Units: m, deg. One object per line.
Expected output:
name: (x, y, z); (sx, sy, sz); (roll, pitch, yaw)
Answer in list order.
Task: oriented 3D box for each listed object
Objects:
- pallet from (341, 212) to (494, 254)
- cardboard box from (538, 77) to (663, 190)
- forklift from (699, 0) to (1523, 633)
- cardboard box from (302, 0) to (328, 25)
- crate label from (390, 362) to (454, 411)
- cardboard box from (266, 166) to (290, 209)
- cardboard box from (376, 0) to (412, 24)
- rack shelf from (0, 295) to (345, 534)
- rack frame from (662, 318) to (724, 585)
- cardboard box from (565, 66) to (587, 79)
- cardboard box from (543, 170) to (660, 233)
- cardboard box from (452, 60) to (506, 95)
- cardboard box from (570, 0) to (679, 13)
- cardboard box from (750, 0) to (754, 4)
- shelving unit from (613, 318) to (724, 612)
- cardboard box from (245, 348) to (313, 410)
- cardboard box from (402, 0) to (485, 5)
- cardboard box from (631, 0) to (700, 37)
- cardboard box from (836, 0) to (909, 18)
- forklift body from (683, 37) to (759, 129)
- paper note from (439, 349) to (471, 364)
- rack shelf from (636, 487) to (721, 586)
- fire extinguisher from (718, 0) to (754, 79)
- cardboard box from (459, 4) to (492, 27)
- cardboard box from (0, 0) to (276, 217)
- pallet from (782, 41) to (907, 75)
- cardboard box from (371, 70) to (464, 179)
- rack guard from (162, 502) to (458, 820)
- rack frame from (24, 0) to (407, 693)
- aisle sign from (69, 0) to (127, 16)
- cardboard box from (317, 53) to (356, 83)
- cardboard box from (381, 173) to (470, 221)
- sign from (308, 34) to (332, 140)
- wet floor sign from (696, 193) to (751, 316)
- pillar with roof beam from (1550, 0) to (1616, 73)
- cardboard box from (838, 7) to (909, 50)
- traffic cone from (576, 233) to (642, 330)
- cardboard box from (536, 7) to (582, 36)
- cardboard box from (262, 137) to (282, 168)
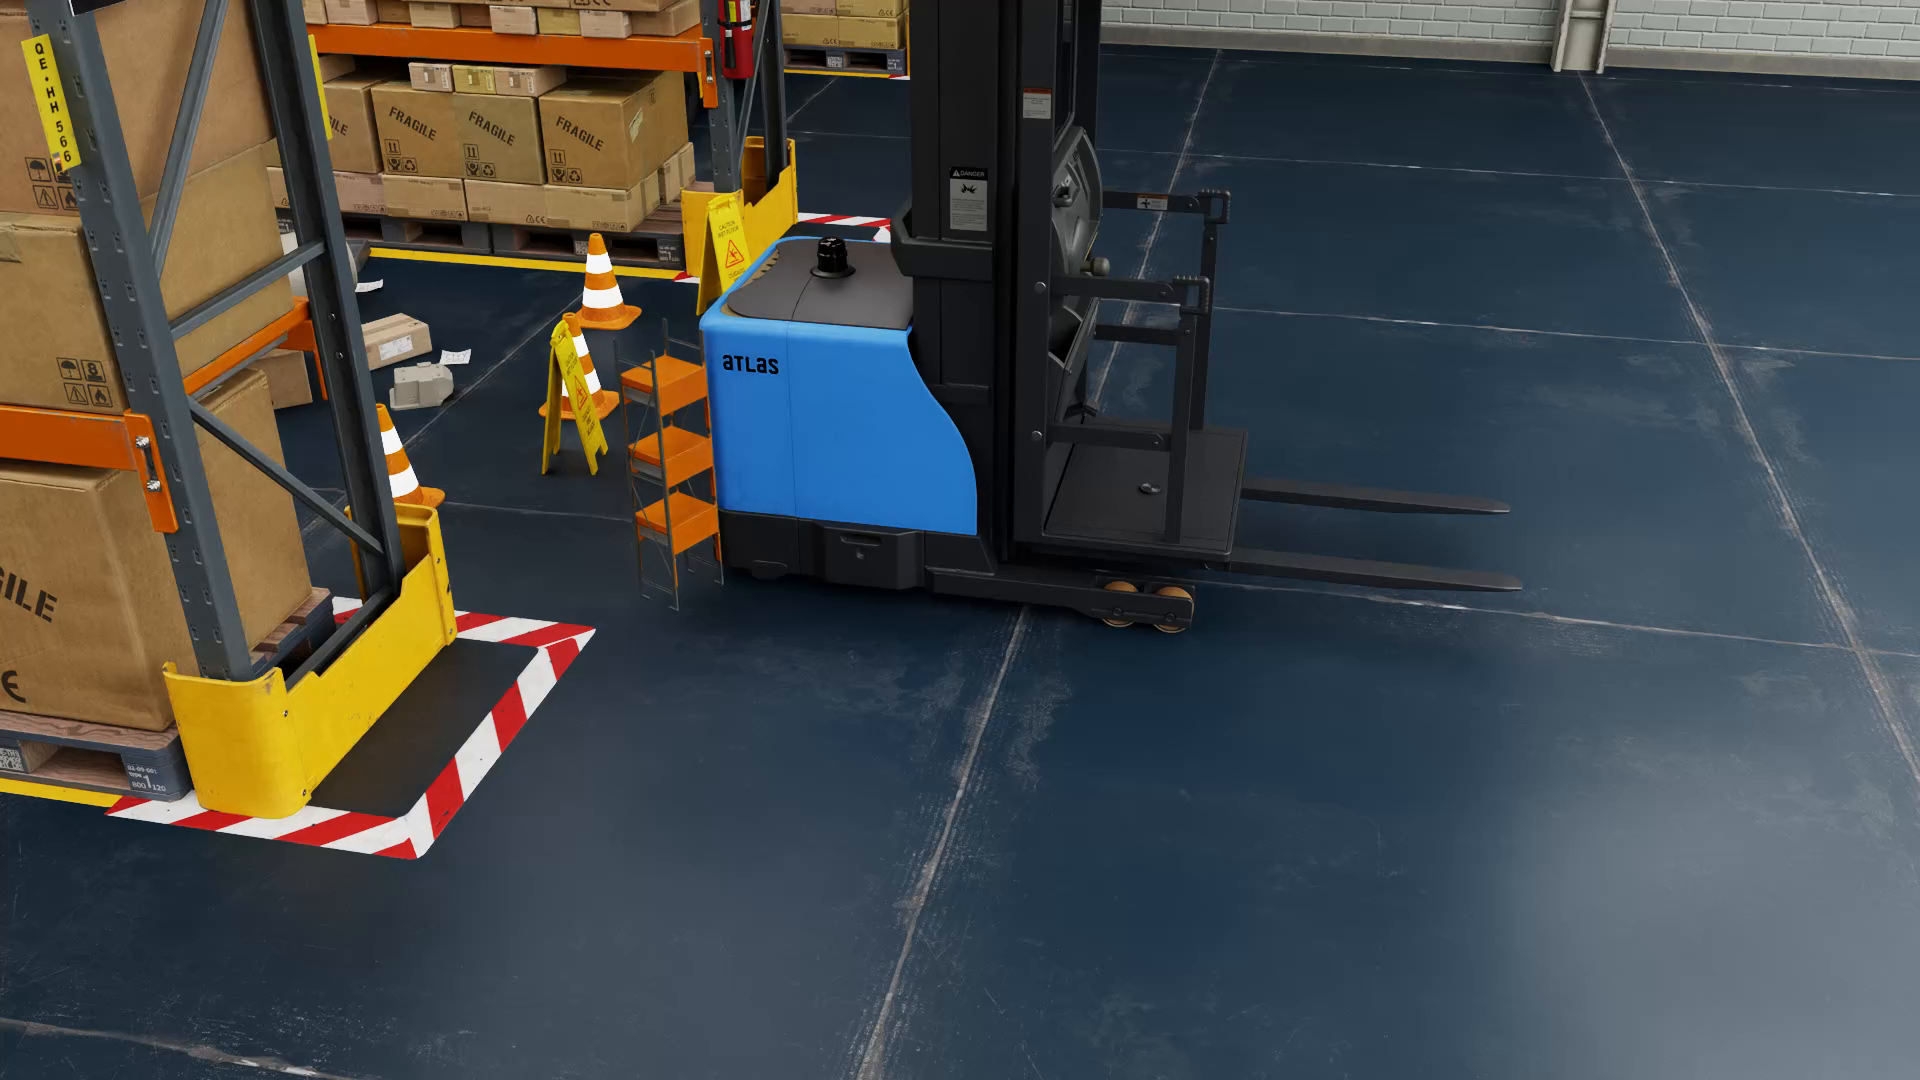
pallet: (-3.265, -2.077, 10.323); (1.213, 0.211, 1.003); (6, 29, 11)
cardboard box: (-2.053, -2.336, 9.538); (0.500, 0.500, 0.500); (6, 29, 11)
forklift: (0.609, -1.223, 5.932); (3.031, 2.935, 1.130); (6, 29, 11)
cardboard box: (-3.636, -3.047, 9.453); (0.250, 0.149, 0.380); (6, 29, 11)
crate label: (-2.586, -0.747, 7.971); (0.298, 0.136, 0.250); (-9, 30, -16)
cardboard box: (-4.081, -2.216, 10.100); (0.500, 0.250, 0.500); (8, 30, 13)
cardboard box: (-3.116, -3.060, 9.477); (0.250, 0.149, 0.380); (6, 29, 11)
rack shelf: (-4.105, -0.621, 5.510); (4.000, 0.370, 1.077); (6, 29, 11)
rack frame: (-0.998, -0.315, 6.233); (0.200, 1.050, 0.008); (19, 34, 31)
cardboard box: (-2.481, -2.641, 10.096); (0.500, 0.500, 0.500); (5, 29, 9)
cardboard box: (-2.085, -2.006, 9.716); (0.500, 0.250, 0.500); (6, 29, 10)
cardboard box: (-2.671, -2.652, 9.440); (0.250, 0.149, 0.380); (6, 29, 11)
cardboard box: (-1.803, -3.170, 9.003); (0.500, 0.500, 0.500); (5, 29, 10)
cardboard box: (-1.720, -4.599, 13.932); (0.500, 0.250, 0.500); (5, 29, 9)
shelving unit: (-1.069, -0.268, 6.146); (0.215, 1.050, 0.252); (19, 34, 31)
cardboard box: (-3.461, -0.963, 7.985); (0.637, 0.503, 0.797); (-14, 32, -24)
cardboard box: (-2.780, -3.274, 9.193); (0.500, 0.500, 0.500); (6, 29, 10)
cardboard box: (-1.625, -2.898, 9.181); (0.250, 0.149, 0.380); (7, 29, 12)
cardboard box: (-0.723, -4.502, 13.754); (0.500, 0.250, 0.500); (5, 29, 10)
forklift body: (-2.417, -4.363, 12.480); (1.214, 2.155, 2.313); (6, 29, 11)
paper note: (-2.555, -0.928, 8.414); (0.142, 0.019, 0.148); (-4, 29, -7)
rack shelf: (-1.069, -0.015, 6.285); (0.215, 0.259, 0.240); (19, 34, 31)
fire extinguisher: (-1.199, -2.809, 8.838); (0.183, 0.674, 0.296); (6, 29, 11)
cardboard box: (-2.621, -3.010, 9.386); (0.250, 0.149, 0.380); (6, 29, 11)
cardboard box: (-2.504, -1.331, 4.777); (0.550, 0.550, 0.875); (6, 29, 11)
pallet: (-0.938, -4.236, 14.268); (1.213, 0.211, 1.003); (6, 29, 11)
cardboard box: (-3.056, -2.440, 9.729); (0.500, 0.500, 0.500); (5, 29, 9)
rack guard: (-2.126, 0.363, 5.567); (0.348, 0.500, 1.175); (6, 29, 11)
rack frame: (-2.149, -0.736, 4.971); (0.127, 3.000, 1.000); (6, 29, 11)
aisle sign: (-2.143, -1.728, 4.076); (0.004, 0.787, 0.394); (6, 29, 11)
cardboard box: (-3.729, -2.760, 9.638); (0.250, 0.149, 0.380); (8, 30, 13)
cardboard box: (-3.079, -2.109, 9.905); (0.500, 0.250, 0.500); (5, 29, 9)
sign: (-2.028, -1.410, 5.219); (0.005, 0.325, 0.100); (6, 29, 11)
wet floor sign: (-1.252, -1.516, 8.848); (0.232, 0.644, 0.267); (17, 33, 28)
pillar with roof beam: (4.294, -5.903, 8.162); (0.400, 9.000, 9.100); (6, 29, 11)
cardboard box: (-0.707, -4.279, 13.868); (0.500, 0.250, 0.500); (6, 29, 11)
traffic cone: (-1.904, -1.395, 8.817); (0.334, 0.463, 0.336); (6, 29, 11)
cardboard box: (-2.142, -2.907, 9.197); (0.250, 0.149, 0.380); (5, 29, 10)
cardboard box: (-4.080, -2.545, 9.920); (0.500, 0.500, 0.500); (7, 29, 13)
